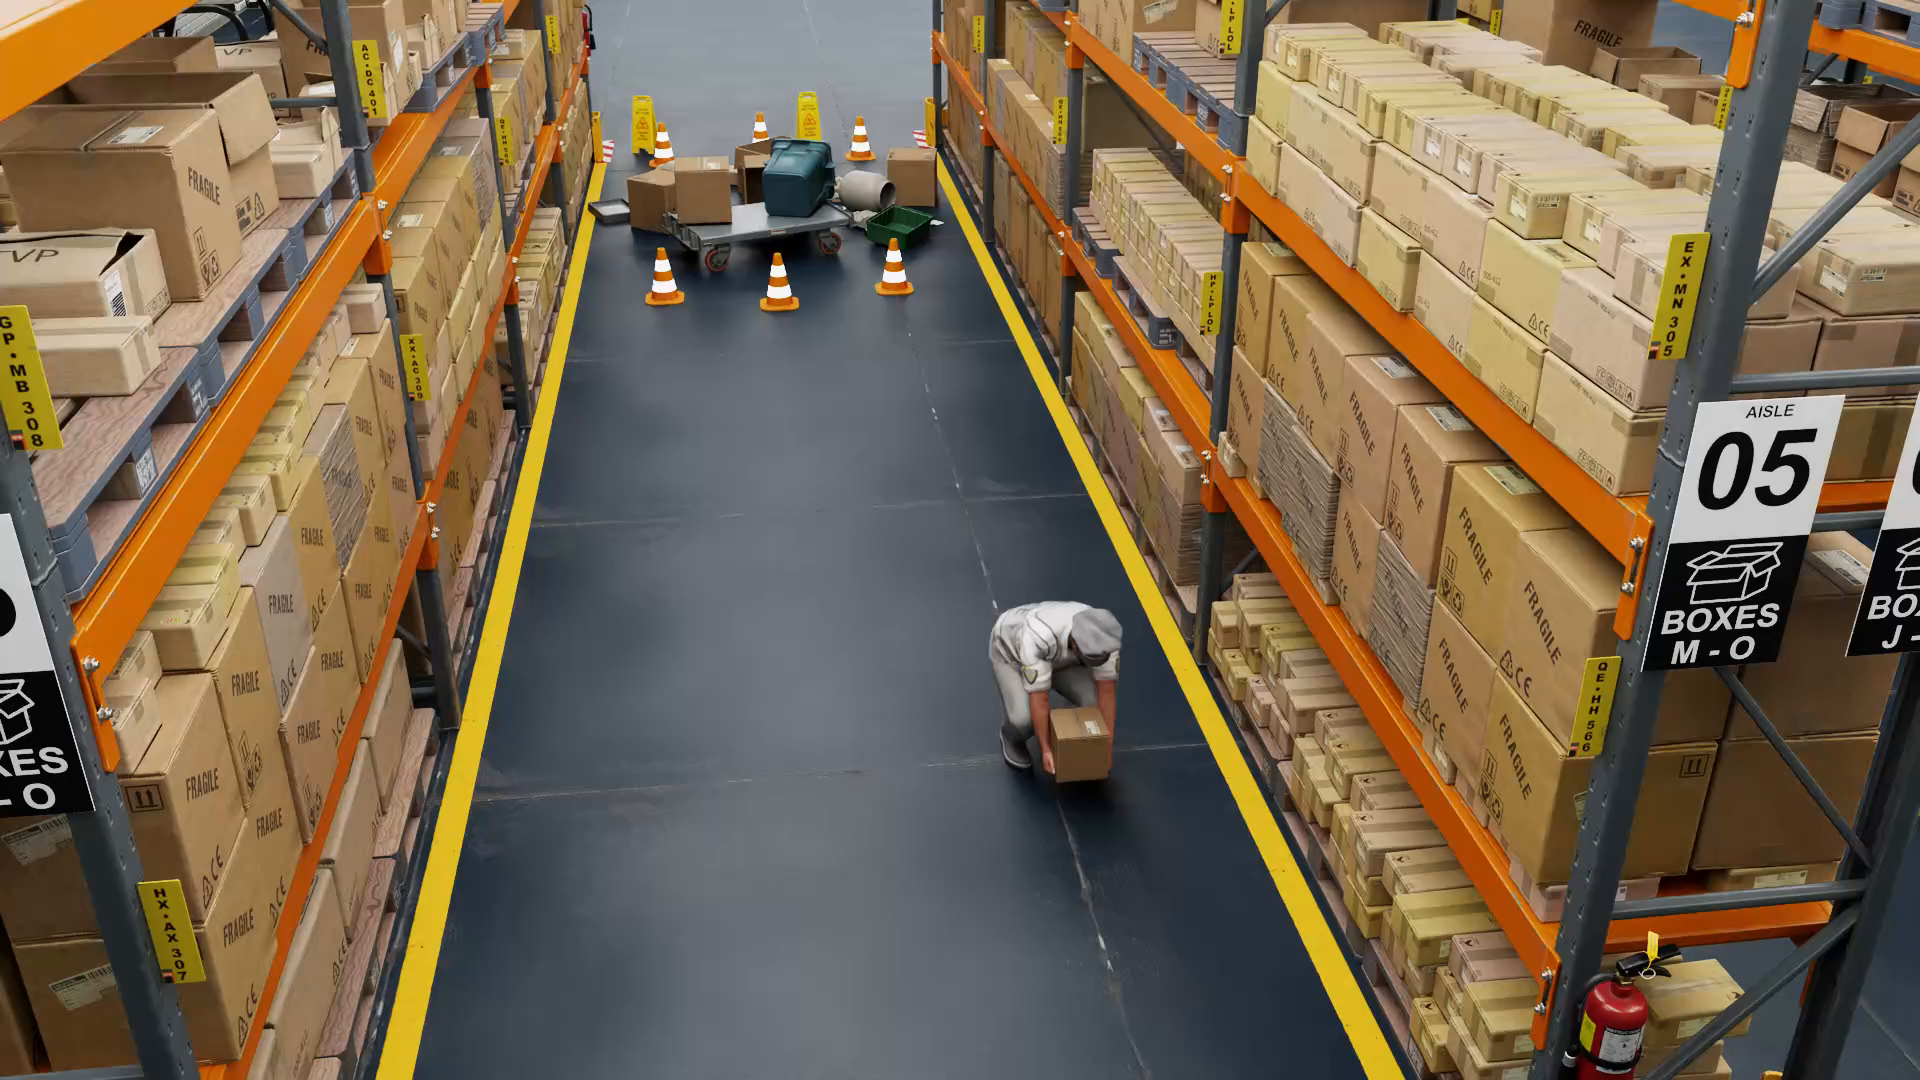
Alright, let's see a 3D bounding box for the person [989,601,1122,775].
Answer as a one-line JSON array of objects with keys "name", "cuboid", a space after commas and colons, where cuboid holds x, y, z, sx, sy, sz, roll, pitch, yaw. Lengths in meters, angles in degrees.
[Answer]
[{"name": "person", "cuboid": [0.470, 0.666, 8.113, 0.534, 1.030, 0.936, -8, 28, -16]}]
